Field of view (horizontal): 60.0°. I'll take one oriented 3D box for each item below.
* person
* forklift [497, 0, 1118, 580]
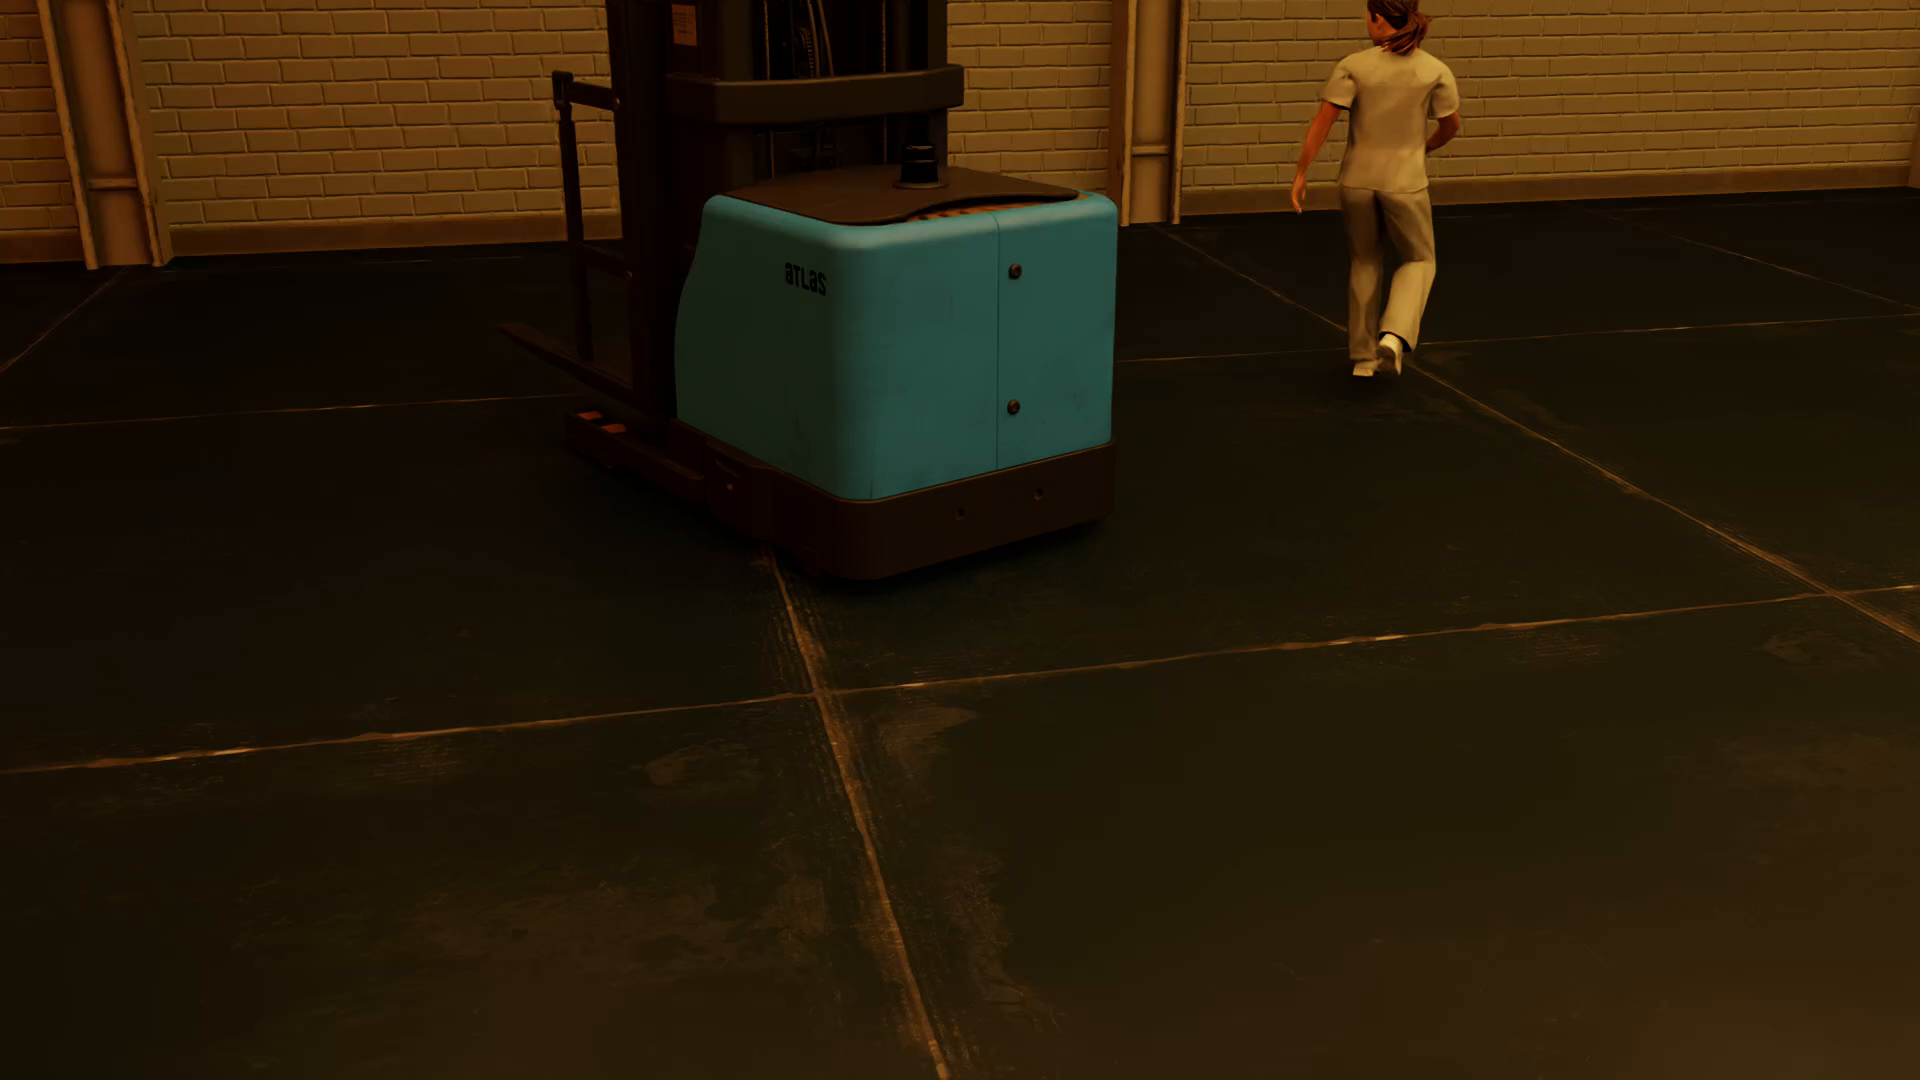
[{"bbox_3d":[1.704,-1.455,6.834,0.616,1.630,0.557,10,23,24],"label":"person"},{"bbox_3d":[-0.793,-1.714,5.677,1.130,2.935,3.031,-15,26,-34],"label":"forklift"}]
